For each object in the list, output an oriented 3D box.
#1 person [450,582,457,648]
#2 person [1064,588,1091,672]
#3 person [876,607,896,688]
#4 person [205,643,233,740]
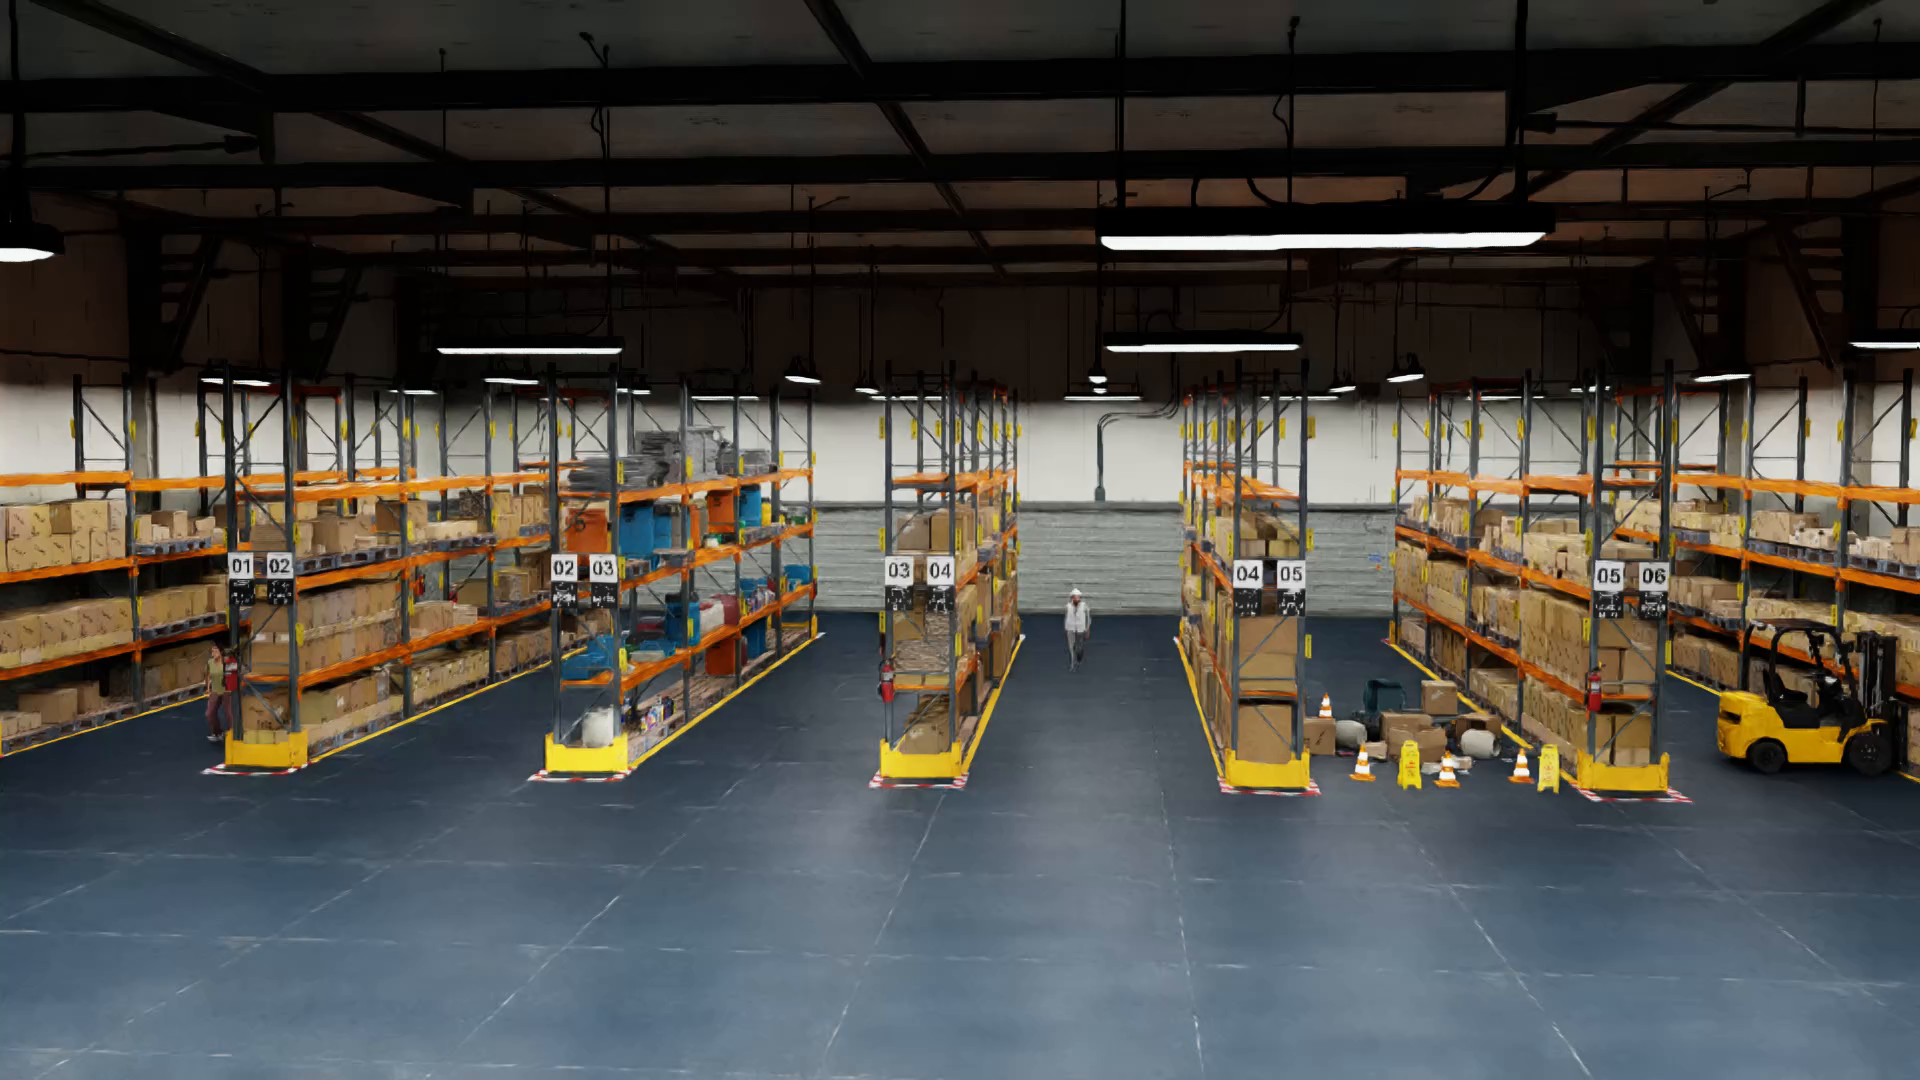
[{"bbox_3d":[-11.119,1.749,36.824,0.682,1.676,0.529,0,4,3],"label":"person"},{"bbox_3d":[2.447,1.862,34.676,0.555,1.725,1.029,0,4,4],"label":"person"},{"bbox_3d":[-1.359,2.012,31.721,0.651,1.773,0.678,2,4,24],"label":"person"},{"bbox_3d":[-11.851,2.443,26.722,0.598,1.619,0.507,0,4,5],"label":"person"}]
